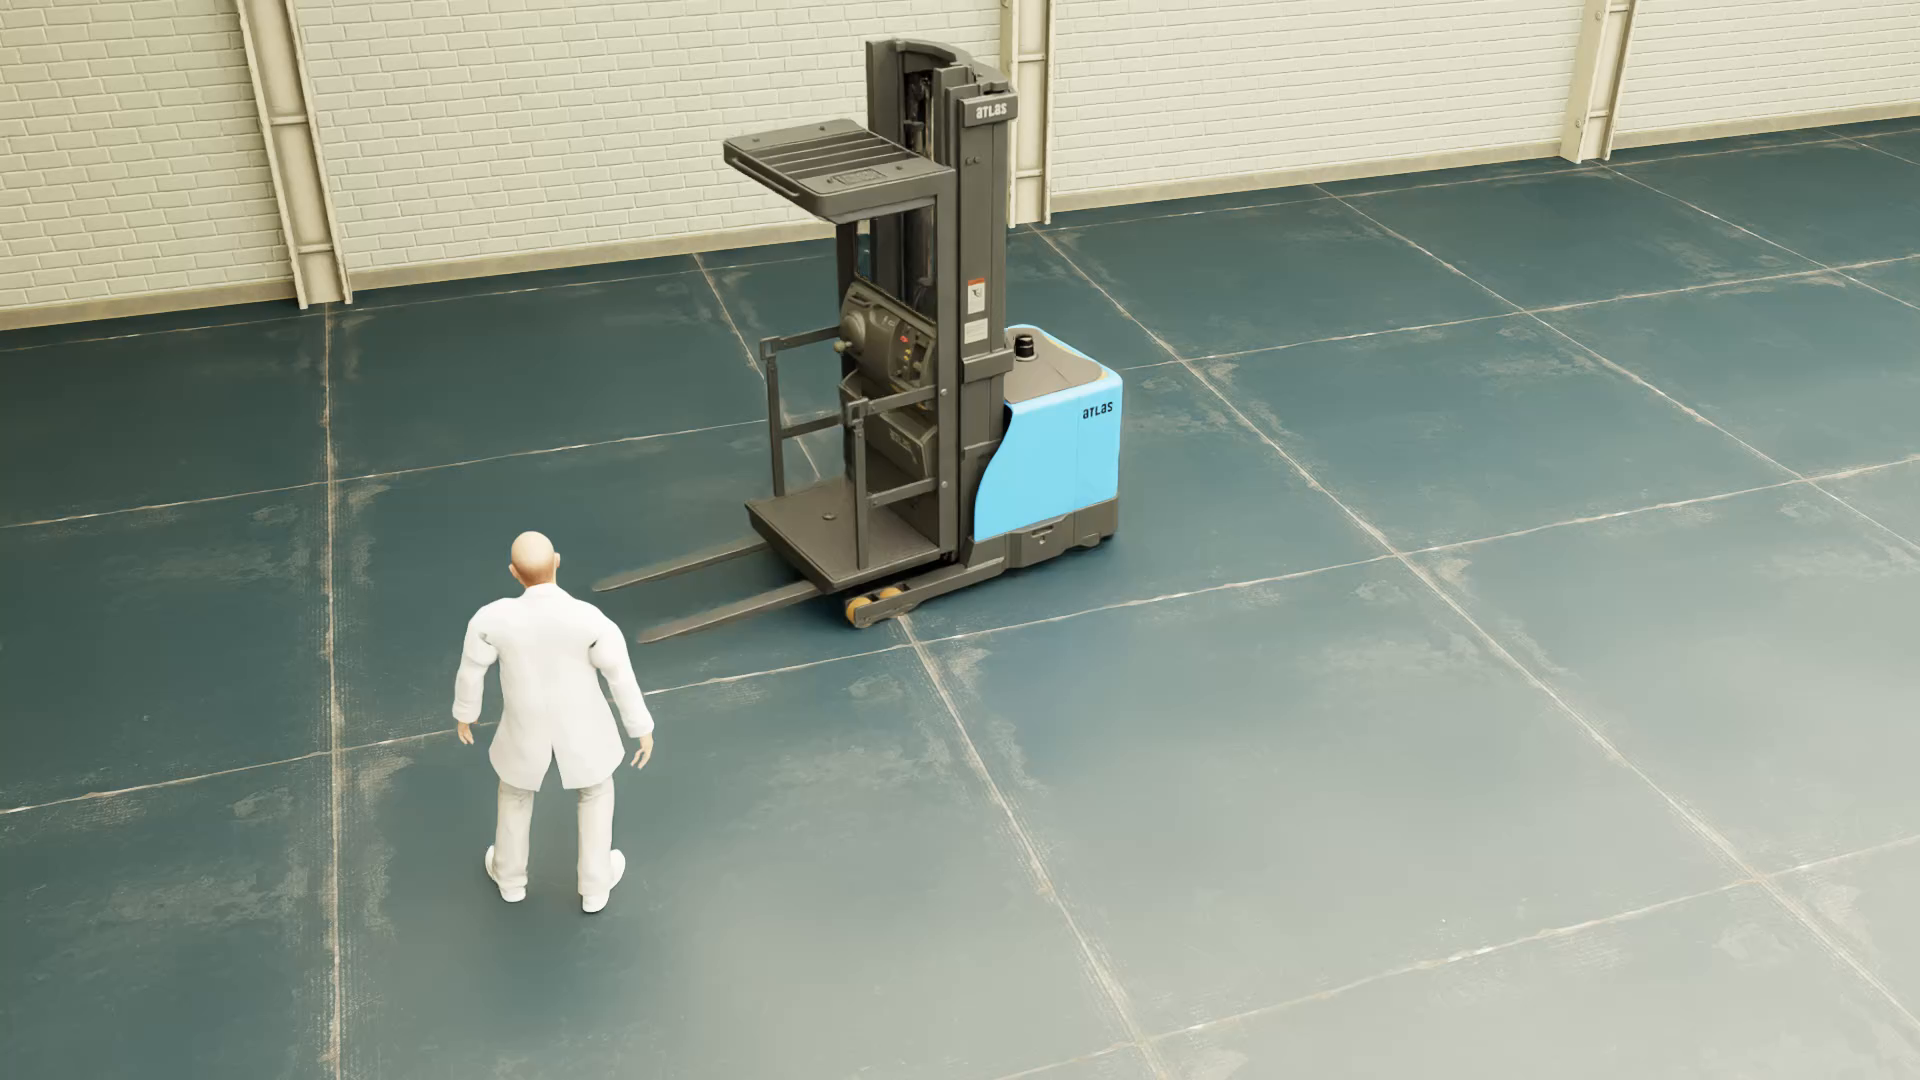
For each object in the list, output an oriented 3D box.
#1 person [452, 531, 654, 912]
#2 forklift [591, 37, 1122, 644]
[{"bbox_3d":[-1.700,0.762,6.950,0.852,1.751,0.431,-2,30,-3],"label":"person"},{"bbox_3d":[-0.572,-1.084,8.972,3.031,2.935,1.130,-18,34,-28],"label":"forklift"}]
